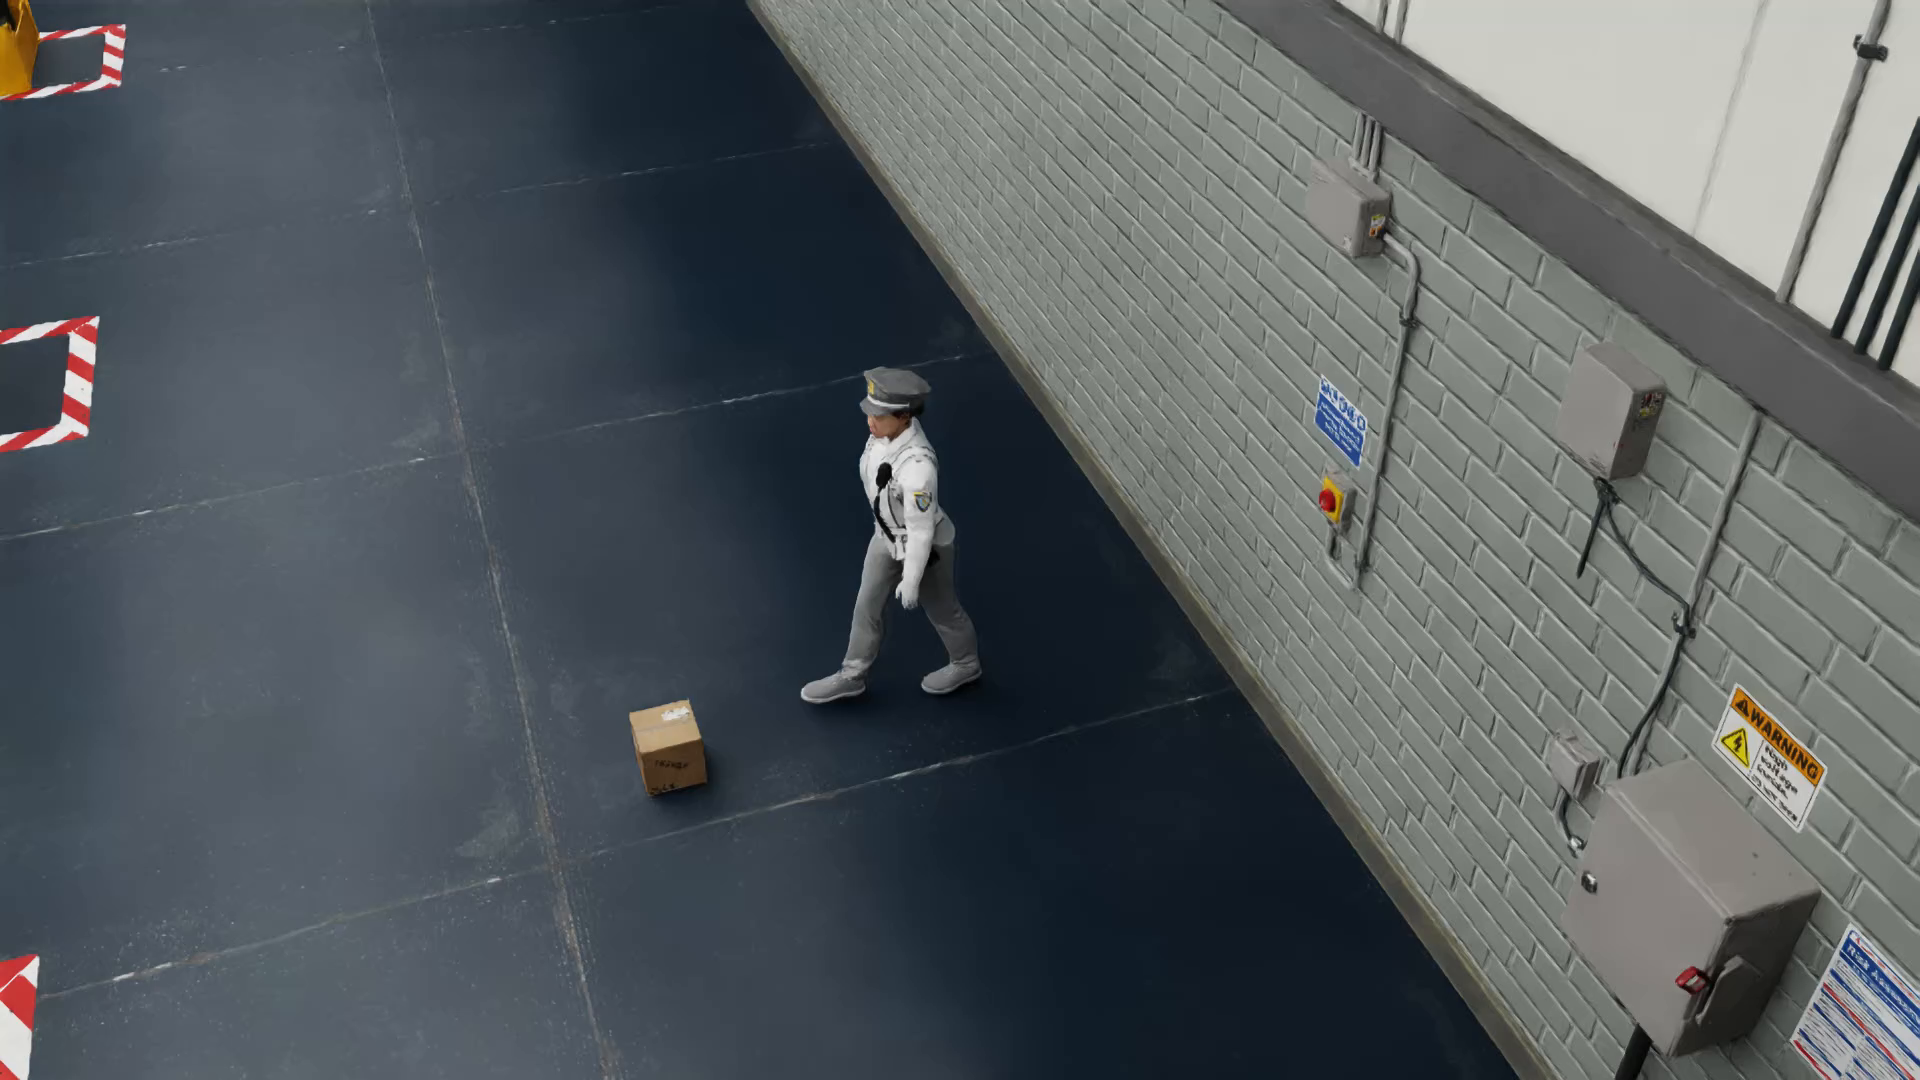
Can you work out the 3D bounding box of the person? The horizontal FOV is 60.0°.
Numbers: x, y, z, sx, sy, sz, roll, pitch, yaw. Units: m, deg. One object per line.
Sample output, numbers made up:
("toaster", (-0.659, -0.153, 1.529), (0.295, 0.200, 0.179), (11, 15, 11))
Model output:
("person", (-0.264, 0.034, 6.707), (0.786, 1.643, 0.502), (-17, 41, -21))
